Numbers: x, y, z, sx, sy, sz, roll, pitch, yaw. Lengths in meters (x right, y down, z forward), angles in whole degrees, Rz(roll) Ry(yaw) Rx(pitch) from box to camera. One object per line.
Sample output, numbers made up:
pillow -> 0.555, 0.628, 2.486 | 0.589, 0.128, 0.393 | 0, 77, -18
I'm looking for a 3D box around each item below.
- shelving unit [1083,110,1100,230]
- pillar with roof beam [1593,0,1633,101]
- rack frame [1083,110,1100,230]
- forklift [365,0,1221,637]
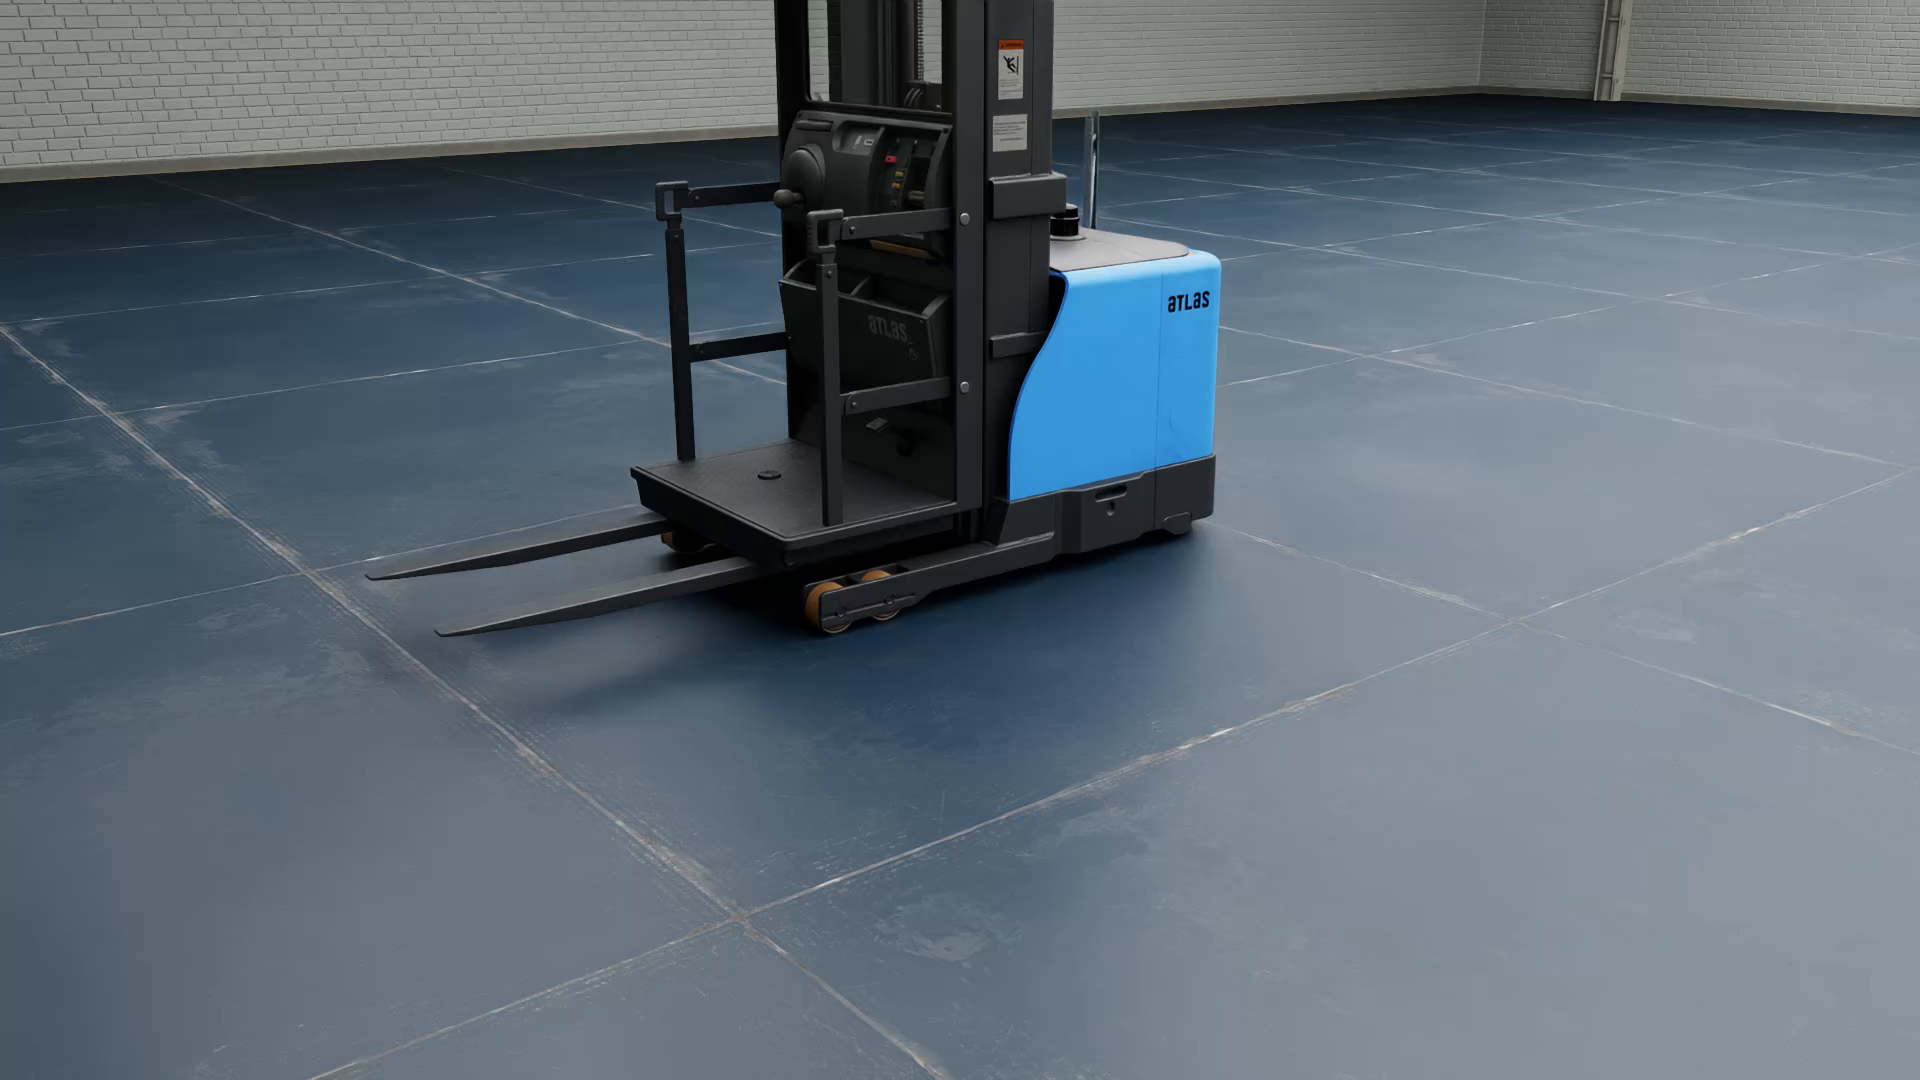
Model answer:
shelving unit -> 0.064, -1.103, 7.308 | 1.083, 1.500, 0.587 | 2, 18, 7
pillar with roof beam -> 8.903, -11.772, 27.597 | 9.100, 9.000, 0.400 | -14, 23, -36
rack frame -> 0.559, -1.082, 7.244 | 0.032, 1.500, 0.500 | 2, 18, 7
forklift -> -0.497, -1.273, 5.545 | 3.031, 2.935, 1.130 | -13, 23, -35
